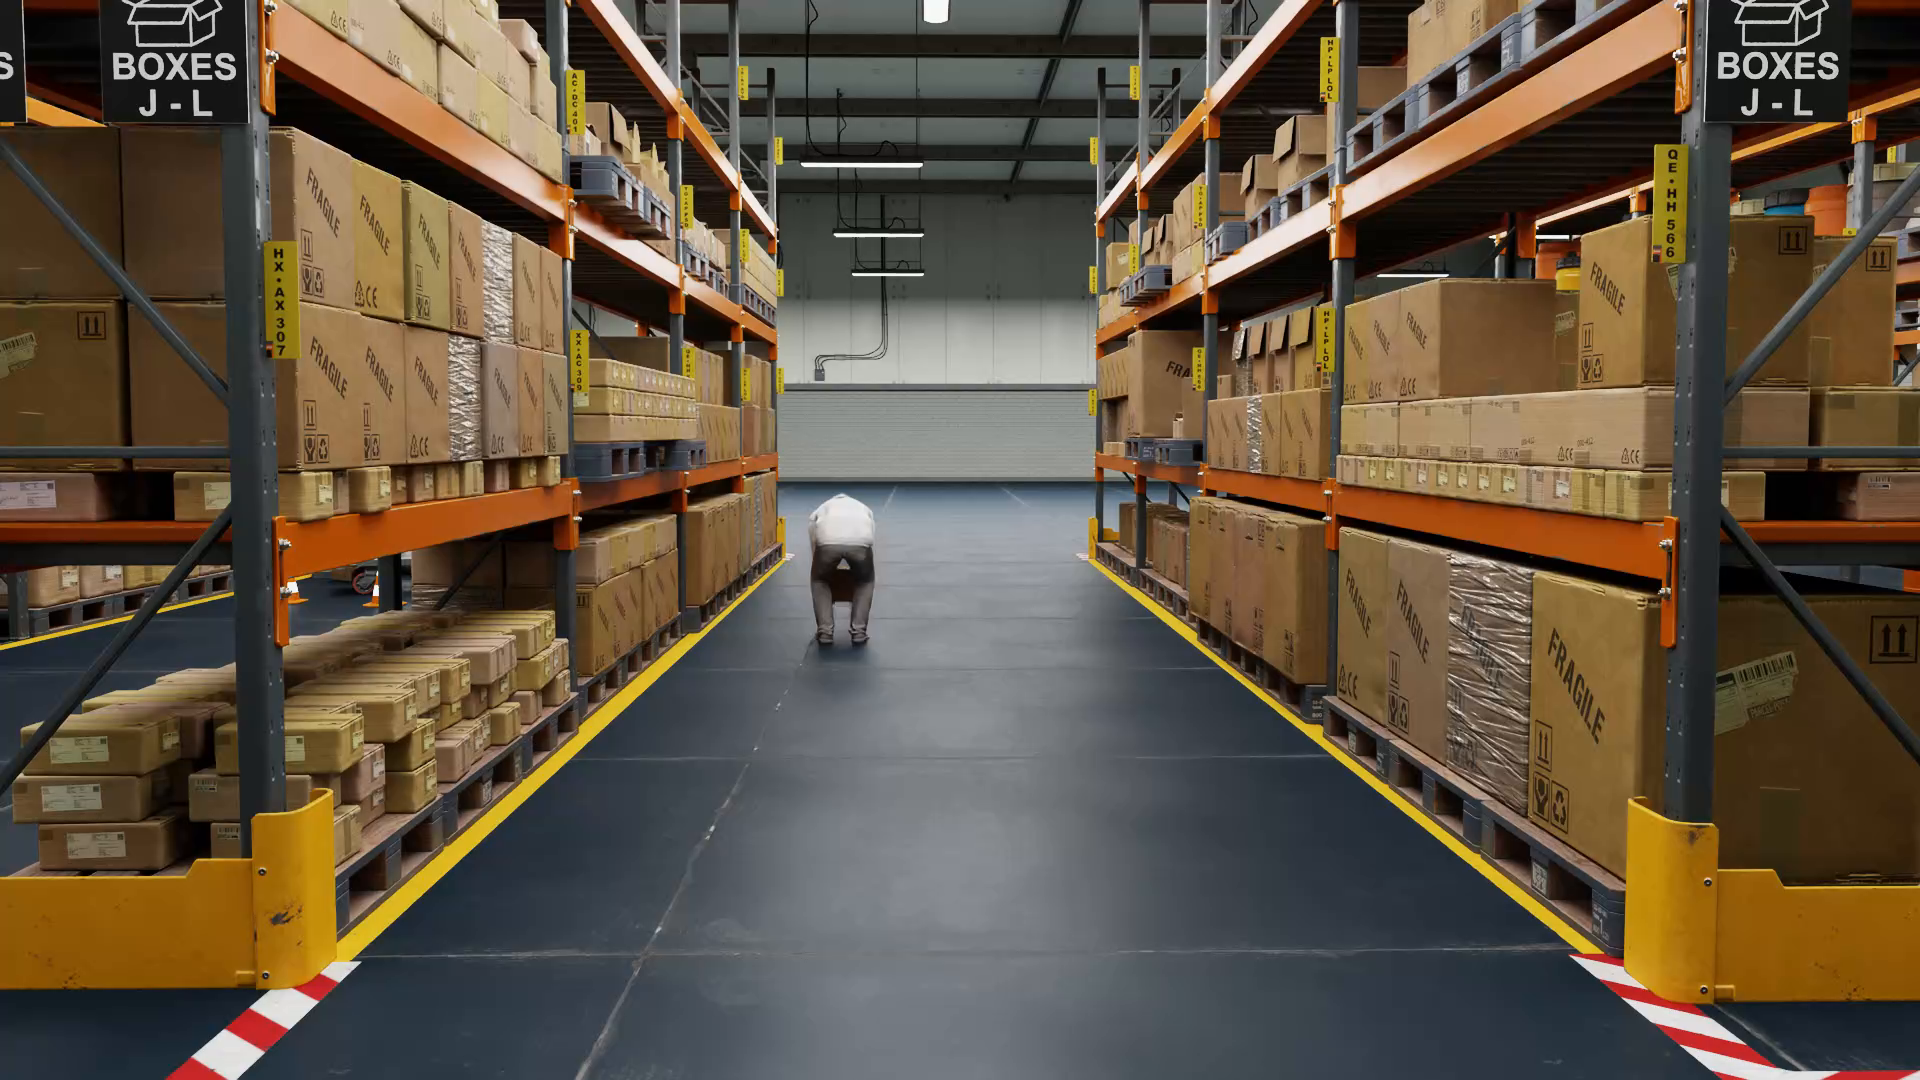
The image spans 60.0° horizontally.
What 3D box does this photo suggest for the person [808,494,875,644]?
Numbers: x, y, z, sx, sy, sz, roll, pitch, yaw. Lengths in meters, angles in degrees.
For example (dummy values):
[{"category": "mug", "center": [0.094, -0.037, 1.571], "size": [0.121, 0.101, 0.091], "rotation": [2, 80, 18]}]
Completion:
[{"category": "person", "center": [-0.894, 0.208, 12.588], "size": [0.509, 1.086, 0.965], "rotation": [0, 4, -4]}]
